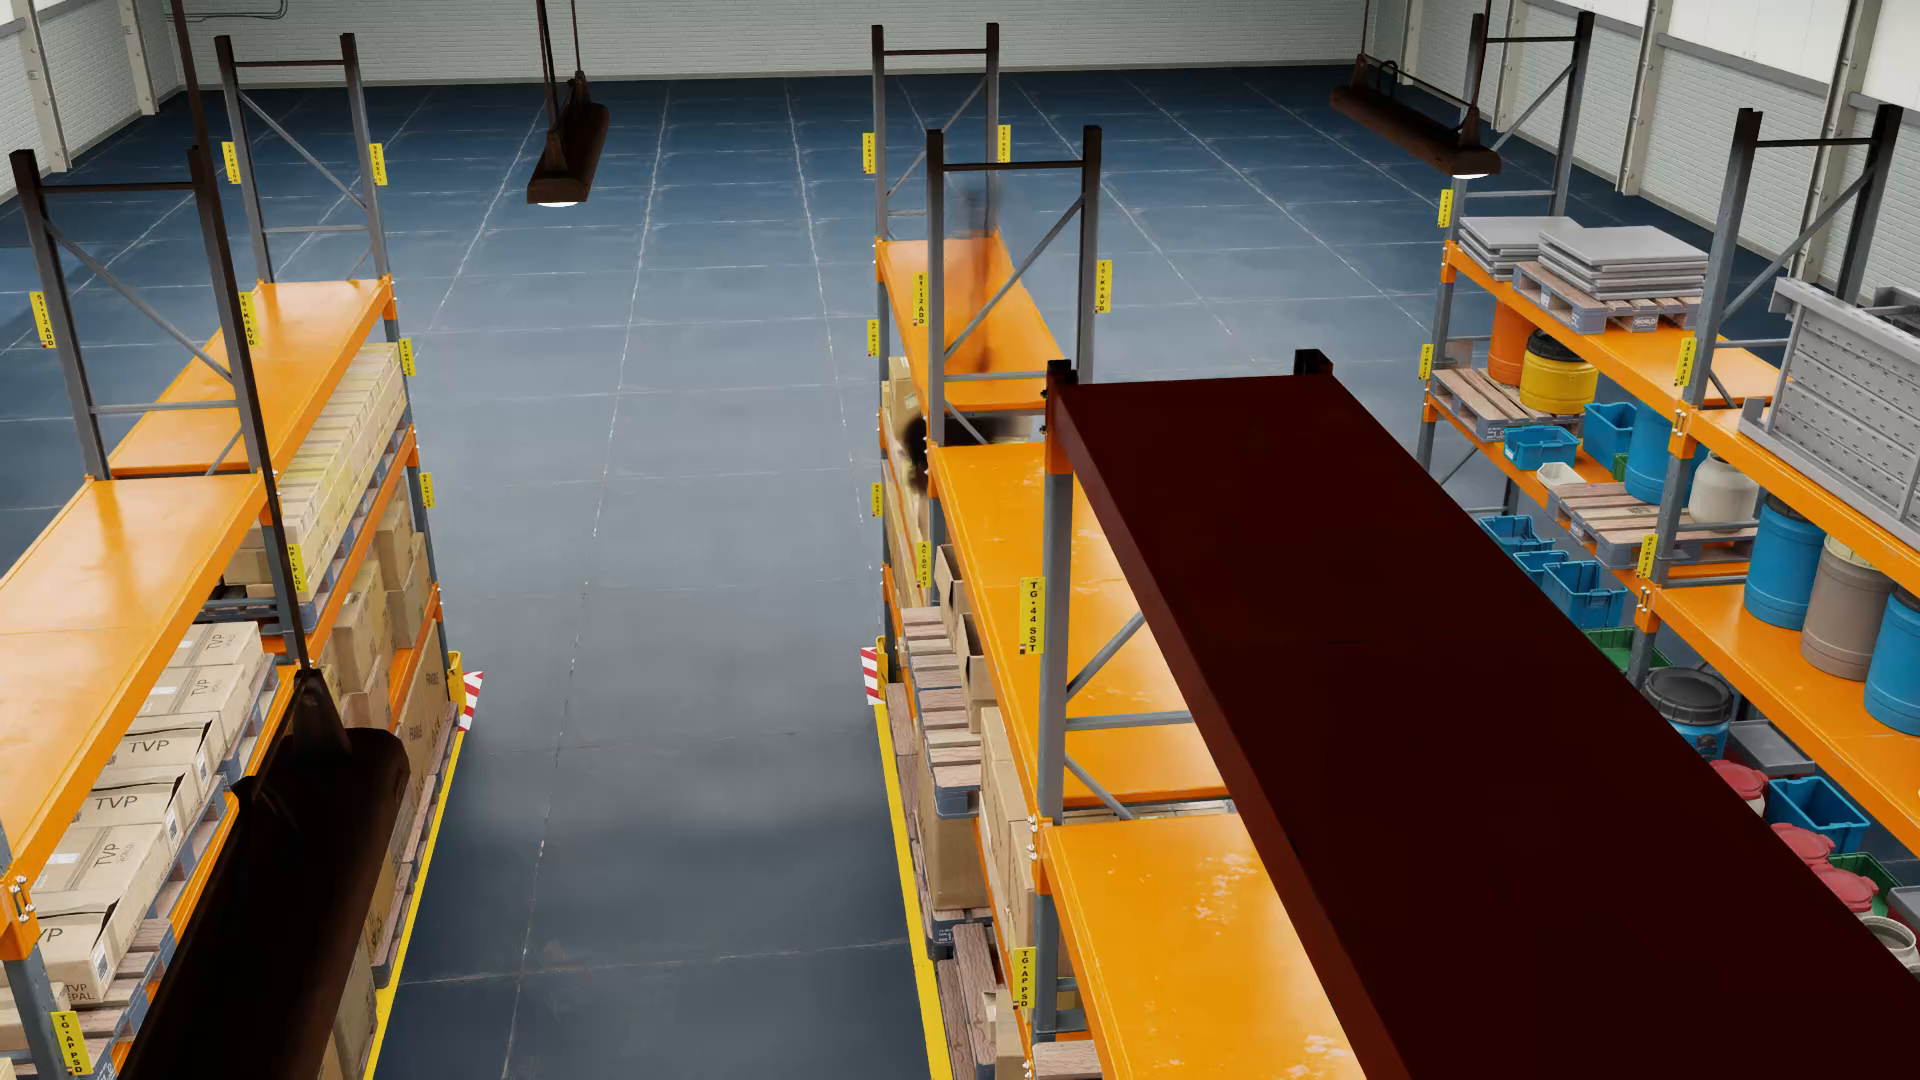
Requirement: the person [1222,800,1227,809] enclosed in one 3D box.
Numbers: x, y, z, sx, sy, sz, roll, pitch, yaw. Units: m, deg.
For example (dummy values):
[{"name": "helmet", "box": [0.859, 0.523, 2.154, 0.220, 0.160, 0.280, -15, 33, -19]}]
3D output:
[{"name": "person", "box": [1.821, 1.937, 12.544, 0.612, 1.658, 0.524, -3, 26, -6]}]
